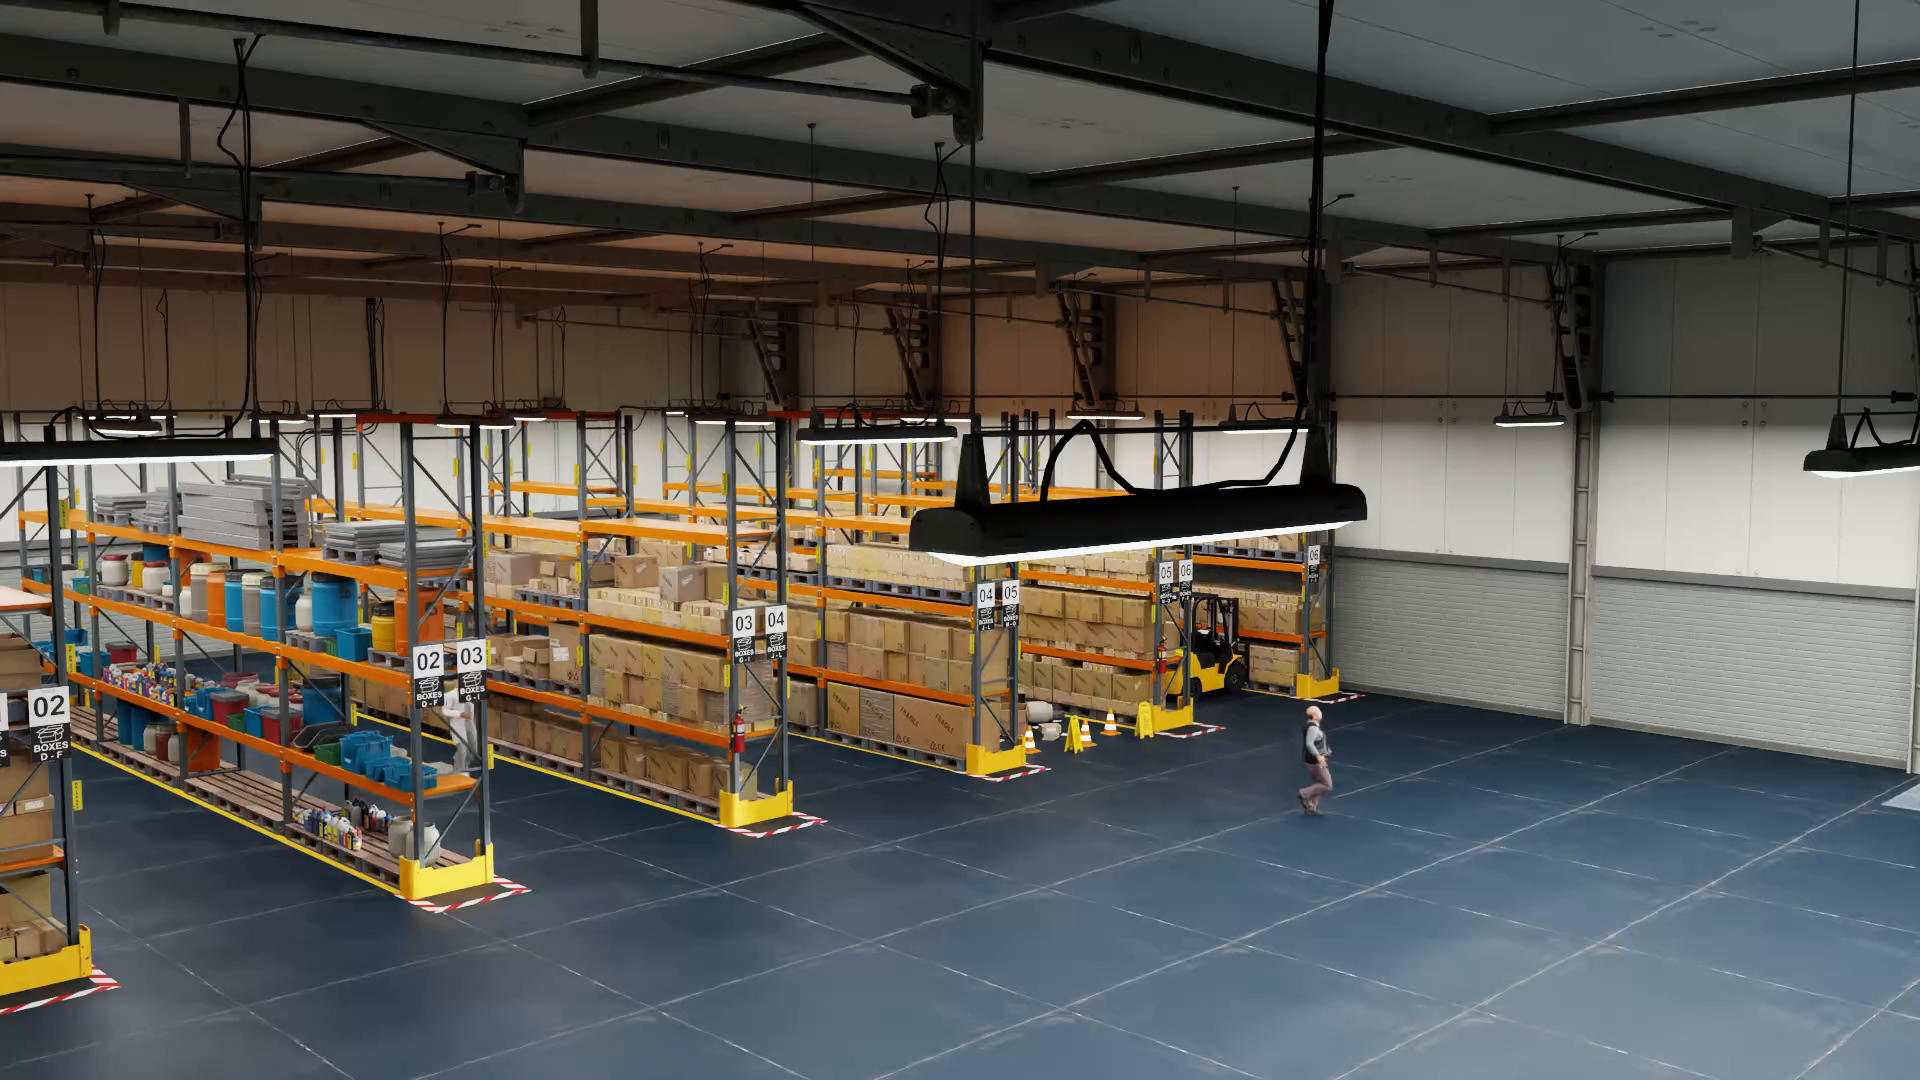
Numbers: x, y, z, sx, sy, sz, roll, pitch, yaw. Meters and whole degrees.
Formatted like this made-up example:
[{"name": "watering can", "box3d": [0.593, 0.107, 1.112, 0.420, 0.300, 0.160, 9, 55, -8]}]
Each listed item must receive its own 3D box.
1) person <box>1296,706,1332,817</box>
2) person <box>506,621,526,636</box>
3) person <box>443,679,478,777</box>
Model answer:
[{"name": "person", "box3d": [5.329, 3.336, 25.017, 0.580, 1.688, 0.658, 0, 5, -1]}, {"name": "person", "box3d": [-10.875, 1.979, 40.914, 0.860, 1.609, 0.737, -1, 5, -11]}, {"name": "person", "box3d": [-8.140, 3.077, 27.369, 0.633, 1.735, 0.698, 4, 6, 36]}]
